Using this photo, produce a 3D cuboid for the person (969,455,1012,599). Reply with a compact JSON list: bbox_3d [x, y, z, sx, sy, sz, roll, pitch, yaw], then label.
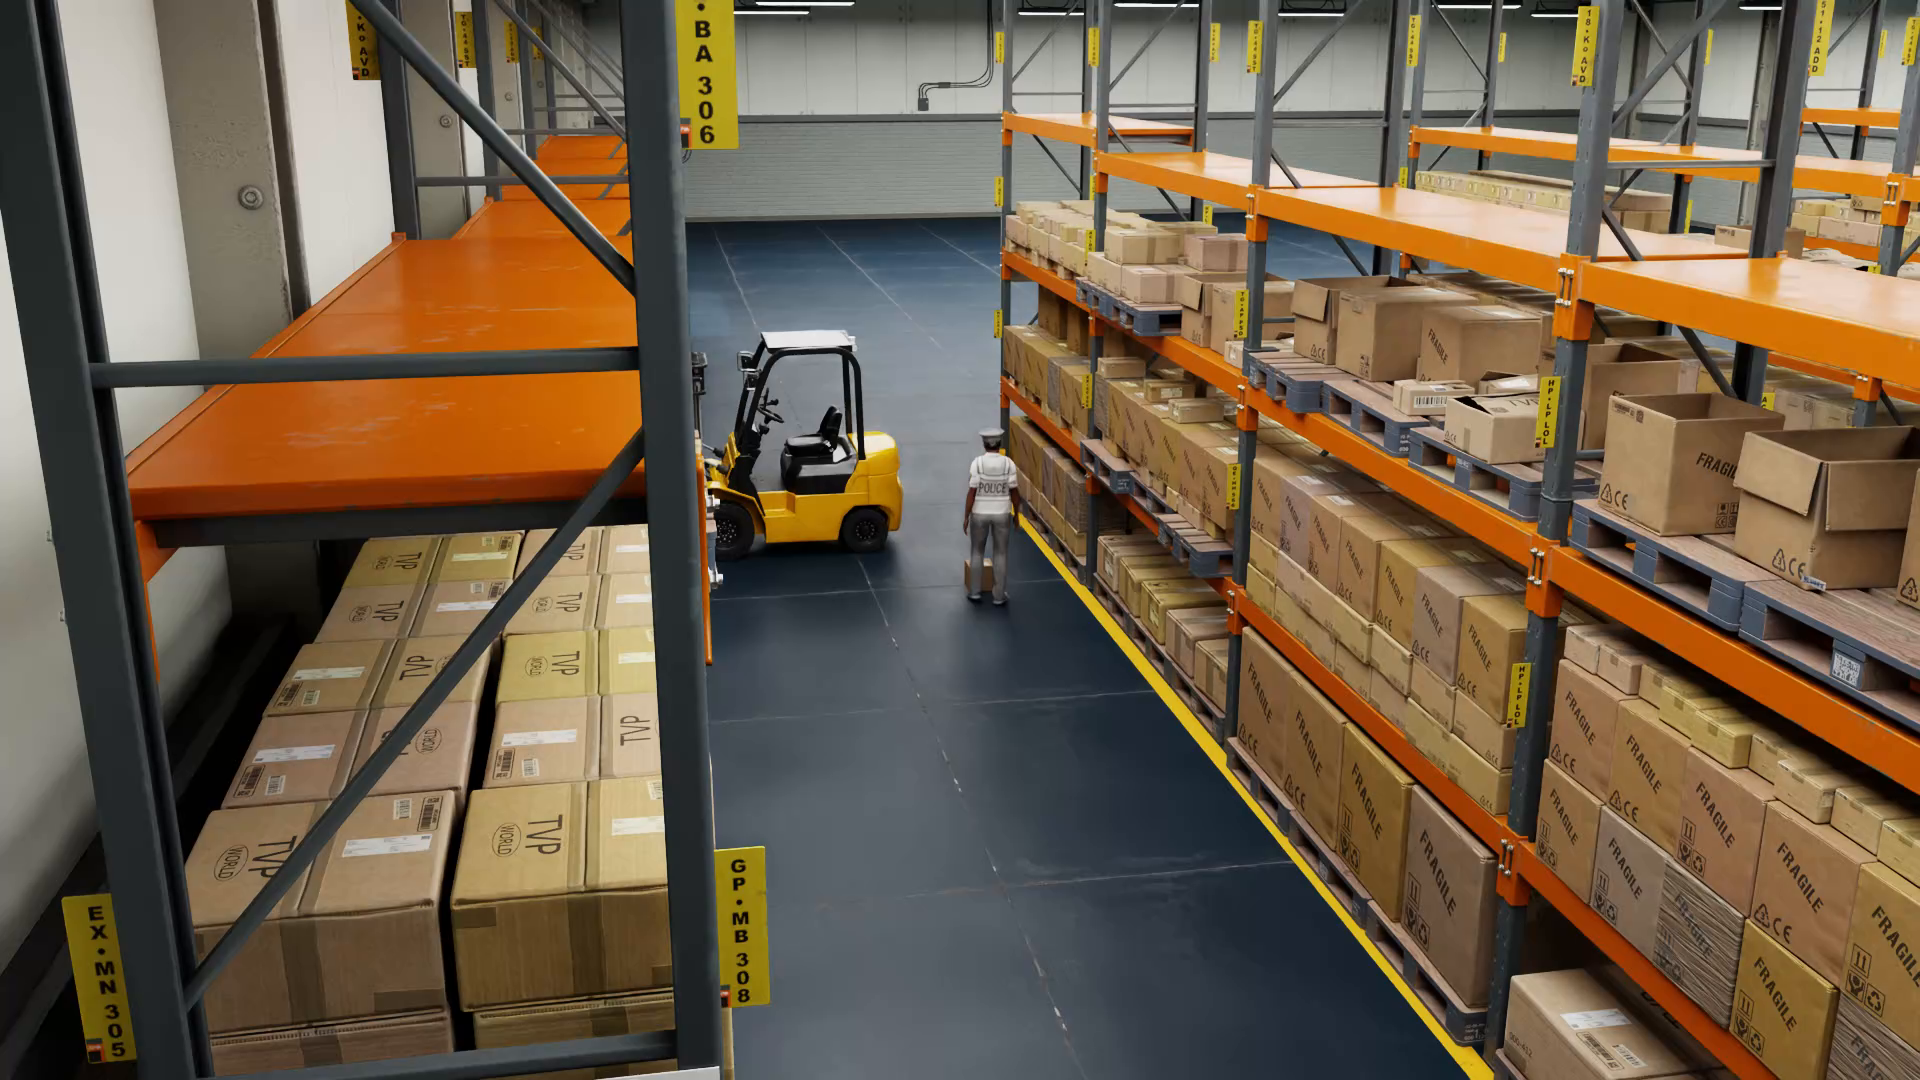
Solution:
[{"bbox_3d":[0.286,-0.139,15.397,0.393,1.366,0.350,-1,17,-3],"label":"person"}]
